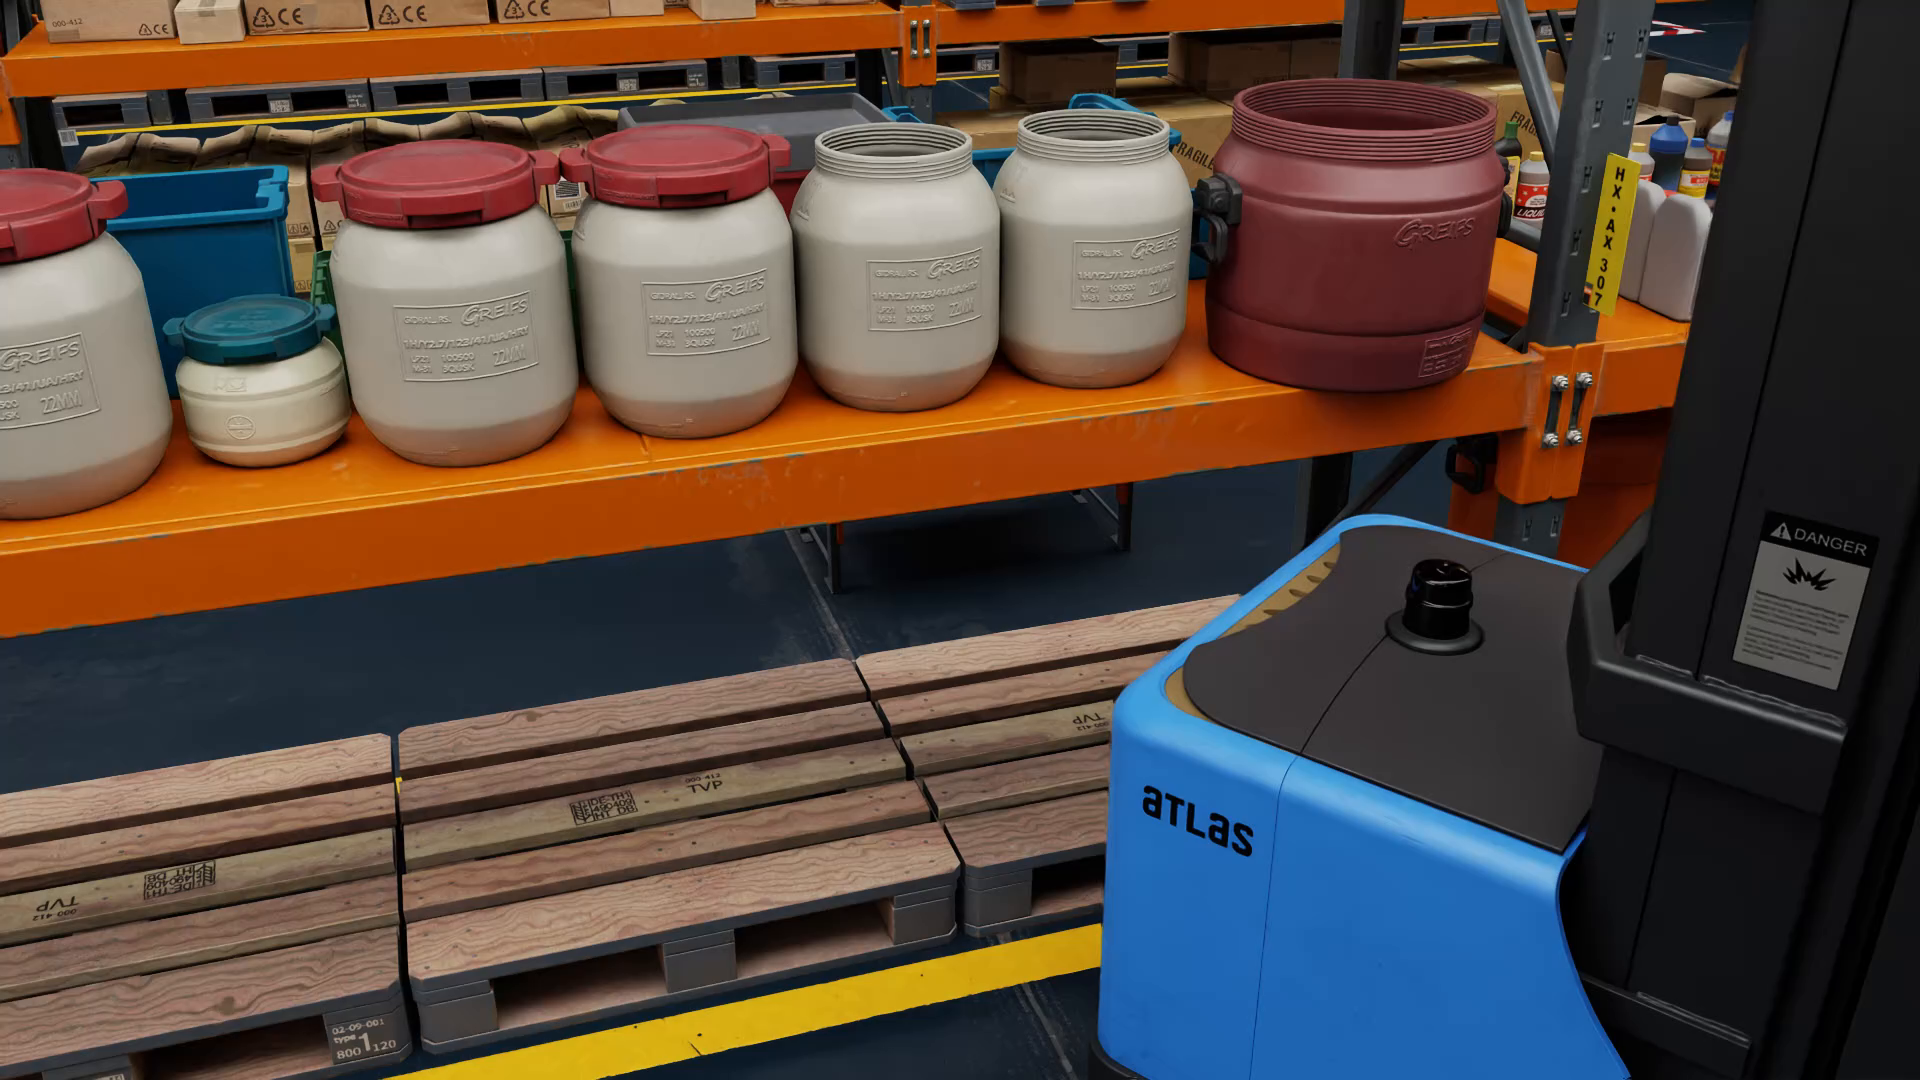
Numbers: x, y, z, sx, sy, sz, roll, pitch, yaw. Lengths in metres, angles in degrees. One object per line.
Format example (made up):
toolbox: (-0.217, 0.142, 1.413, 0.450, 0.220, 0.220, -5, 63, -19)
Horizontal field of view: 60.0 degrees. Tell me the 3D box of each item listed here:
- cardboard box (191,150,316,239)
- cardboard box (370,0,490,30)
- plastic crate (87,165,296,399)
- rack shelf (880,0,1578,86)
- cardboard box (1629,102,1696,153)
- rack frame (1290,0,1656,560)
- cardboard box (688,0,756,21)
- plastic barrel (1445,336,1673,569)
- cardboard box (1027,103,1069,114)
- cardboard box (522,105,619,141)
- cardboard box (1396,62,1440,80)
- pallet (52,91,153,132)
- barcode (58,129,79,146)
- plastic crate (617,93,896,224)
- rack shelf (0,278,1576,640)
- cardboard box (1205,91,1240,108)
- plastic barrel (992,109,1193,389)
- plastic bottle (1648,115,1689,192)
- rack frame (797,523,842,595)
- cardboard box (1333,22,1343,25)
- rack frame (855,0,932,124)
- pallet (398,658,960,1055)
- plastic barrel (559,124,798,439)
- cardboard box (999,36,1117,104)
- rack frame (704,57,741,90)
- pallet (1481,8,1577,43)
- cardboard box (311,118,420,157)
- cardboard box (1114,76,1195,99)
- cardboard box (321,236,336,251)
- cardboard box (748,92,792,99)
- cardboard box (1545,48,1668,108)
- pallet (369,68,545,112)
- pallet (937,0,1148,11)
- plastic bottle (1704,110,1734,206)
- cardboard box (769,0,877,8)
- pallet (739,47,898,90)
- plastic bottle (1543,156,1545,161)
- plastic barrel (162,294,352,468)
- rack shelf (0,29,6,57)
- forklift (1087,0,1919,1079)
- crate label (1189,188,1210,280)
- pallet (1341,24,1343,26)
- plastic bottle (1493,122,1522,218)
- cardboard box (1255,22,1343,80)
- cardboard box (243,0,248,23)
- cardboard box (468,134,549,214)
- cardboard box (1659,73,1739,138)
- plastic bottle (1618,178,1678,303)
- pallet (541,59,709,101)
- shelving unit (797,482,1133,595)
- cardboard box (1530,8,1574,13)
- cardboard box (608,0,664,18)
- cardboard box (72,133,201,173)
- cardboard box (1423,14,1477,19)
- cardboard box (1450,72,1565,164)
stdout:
cardboard box: (-3.203, -1.565, 7.517, 0.500, 0.311, 0.500, -9, 28, -17)
cardboard box: (-2.438, -2.624, 7.549, 0.500, 0.500, 0.500, -8, 28, -16)
plastic crate: (-1.668, -0.520, 3.442, 0.575, 0.384, 0.392, -8, 28, -16)
rack shelf: (1.554, -2.843, 8.912, 4.000, 0.370, 1.077, -8, 28, -16)
cardboard box: (3.922, -2.399, 9.739, 0.500, 0.311, 0.500, -8, 28, -16)
rack frame: (1.183, -0.795, 3.977, 0.127, 3.000, 1.000, -8, 28, -16)
cardboard box: (-1.117, -2.536, 7.768, 0.250, 0.149, 0.380, -8, 28, -16)
plastic barrel: (1.643, -0.085, 4.517, 0.708, 0.830, 0.600, -8, 28, -16)
cardboard box: (0.670, -1.983, 8.688, 0.500, 0.500, 0.500, -9, 28, -18)
cardboard box: (-1.919, -2.004, 8.403, 0.500, 0.311, 0.500, -9, 28, -17)
cardboard box: (2.417, -2.476, 9.680, 0.500, 0.500, 0.500, -8, 27, -15)
pallet: (-6.316, -3.076, 11.709, 1.213, 0.211, 1.003, -8, 28, -16)
barcode: (-3.779, -1.705, 7.048, 0.075, 0.075, 0.001, -8, 28, -16)
plastic crate: (-0.448, -0.730, 3.775, 0.583, 0.464, 0.402, -8, 28, -16)
rack shelf: (-0.719, -0.197, 3.582, 4.000, 0.370, 1.077, -8, 28, -16)
cardboard box: (1.643, -2.124, 8.972, 0.500, 0.500, 0.500, -9, 28, -18)
plastic barrel: (0.271, -0.613, 3.485, 0.421, 0.512, 0.421, 0, 26, 0)
plastic bottle: (1.955, -1.040, 4.616, 0.097, 0.271, 0.097, 0, 26, 0)
rack frame: (-0.477, -0.435, 5.361, 0.032, 1.125, 0.500, -8, 28, -16)
cardboard box: (3.140, -4.730, 14.243, 0.500, 0.500, 0.700, -9, 28, -17)
rack frame: (-0.347, -2.889, 8.197, 0.127, 3.000, 1.000, -8, 28, -16)
pallet: (-0.724, 0.711, 4.080, 1.213, 0.211, 1.003, -8, 28, -16)
plastic barrel: (-0.534, -0.504, 3.240, 0.433, 0.535, 0.433, 0, 26, 0)
cardboard box: (0.521, -2.540, 8.967, 0.500, 0.250, 0.500, -7, 27, -14)
rack frame: (-1.885, -4.983, 12.415, 0.127, 3.000, 1.000, -8, 28, -16)
pallet: (4.986, -4.693, 14.965, 1.213, 0.211, 1.003, -8, 28, -16)
cardboard box: (-2.887, -1.865, 8.123, 0.500, 0.311, 0.500, -8, 28, -16)
cardboard box: (0.961, -2.266, 9.257, 0.500, 0.500, 0.500, -9, 28, -18)
cardboard box: (-2.712, -1.388, 7.793, 0.500, 0.250, 0.500, -9, 28, -18)
cardboard box: (-0.936, -2.149, 8.695, 0.500, 0.311, 0.500, -7, 27, -14)
cardboard box: (3.910, -2.716, 10.164, 0.500, 0.500, 0.500, -8, 28, -16)
pallet: (-3.787, -3.461, 12.484, 1.213, 0.211, 1.003, -8, 28, -16)
pallet: (0.275, -2.926, 8.487, 1.003, 0.211, 1.213, -8, 28, -16)
plastic bottle: (2.140, -1.067, 4.670, 0.097, 0.271, 0.097, 0, 26, 0)
cardboard box: (-0.707, -2.818, 8.153, 0.500, 0.311, 0.500, -7, 27, -13)
pallet: (-1.112, -3.811, 13.189, 1.213, 0.211, 1.003, -8, 28, -16)
plastic bottle: (1.655, -1.010, 4.543, 0.133, 0.283, 0.061, -8, 28, -16)
plastic barrel: (-1.314, -0.299, 3.135, 0.301, 0.262, 0.301, 0, 26, 0)
rack shelf: (-6.053, -1.741, 6.692, 4.000, 0.370, 1.077, -8, 28, -16)
forklift: (1.722, 0.142, 2.167, 3.031, 2.935, 1.130, 19, 32, 33)
crate label: (0.666, -0.820, 4.217, 0.416, 0.233, 0.303, -8, 28, -16)
pallet: (2.666, -4.357, 14.288, 1.213, 0.211, 1.003, -8, 28, -16)
plastic bottle: (1.435, -0.978, 4.479, 0.133, 0.283, 0.061, -8, 28, -16)
cardboard box: (1.970, -2.752, 9.394, 0.500, 0.250, 0.500, -8, 28, -16)
cardboard box: (-3.372, -2.477, 7.517, 0.258, 0.266, 0.396, -9, 28, -17)
cardboard box: (-2.219, -1.710, 7.811, 0.500, 0.311, 0.500, -7, 27, -15)
cardboard box: (4.623, -2.735, 10.414, 0.500, 0.311, 0.500, -8, 28, -16)
plastic bottle: (1.647, -0.726, 3.979, 0.135, 0.276, 0.152, -8, 28, -16)
pallet: (-2.629, -3.627, 12.819, 1.213, 0.211, 1.003, -8, 28, -16)
shelving unit: (0.006, -0.505, 5.502, 1.048, 1.125, 0.538, -8, 28, -16)
cardboard box: (5.087, -5.015, 14.817, 0.500, 0.500, 0.700, -8, 28, -16)
cardboard box: (-1.543, -2.577, 7.851, 0.250, 0.149, 0.380, -6, 27, -12)
cardboard box: (-3.855, -1.723, 7.837, 0.500, 0.311, 0.500, -8, 28, -16)
cardboard box: (4.133, -4.876, 14.538, 0.500, 0.500, 0.700, -9, 28, -18)
cardboard box: (3.075, -2.329, 9.383, 0.500, 0.500, 0.500, -8, 28, -16)
